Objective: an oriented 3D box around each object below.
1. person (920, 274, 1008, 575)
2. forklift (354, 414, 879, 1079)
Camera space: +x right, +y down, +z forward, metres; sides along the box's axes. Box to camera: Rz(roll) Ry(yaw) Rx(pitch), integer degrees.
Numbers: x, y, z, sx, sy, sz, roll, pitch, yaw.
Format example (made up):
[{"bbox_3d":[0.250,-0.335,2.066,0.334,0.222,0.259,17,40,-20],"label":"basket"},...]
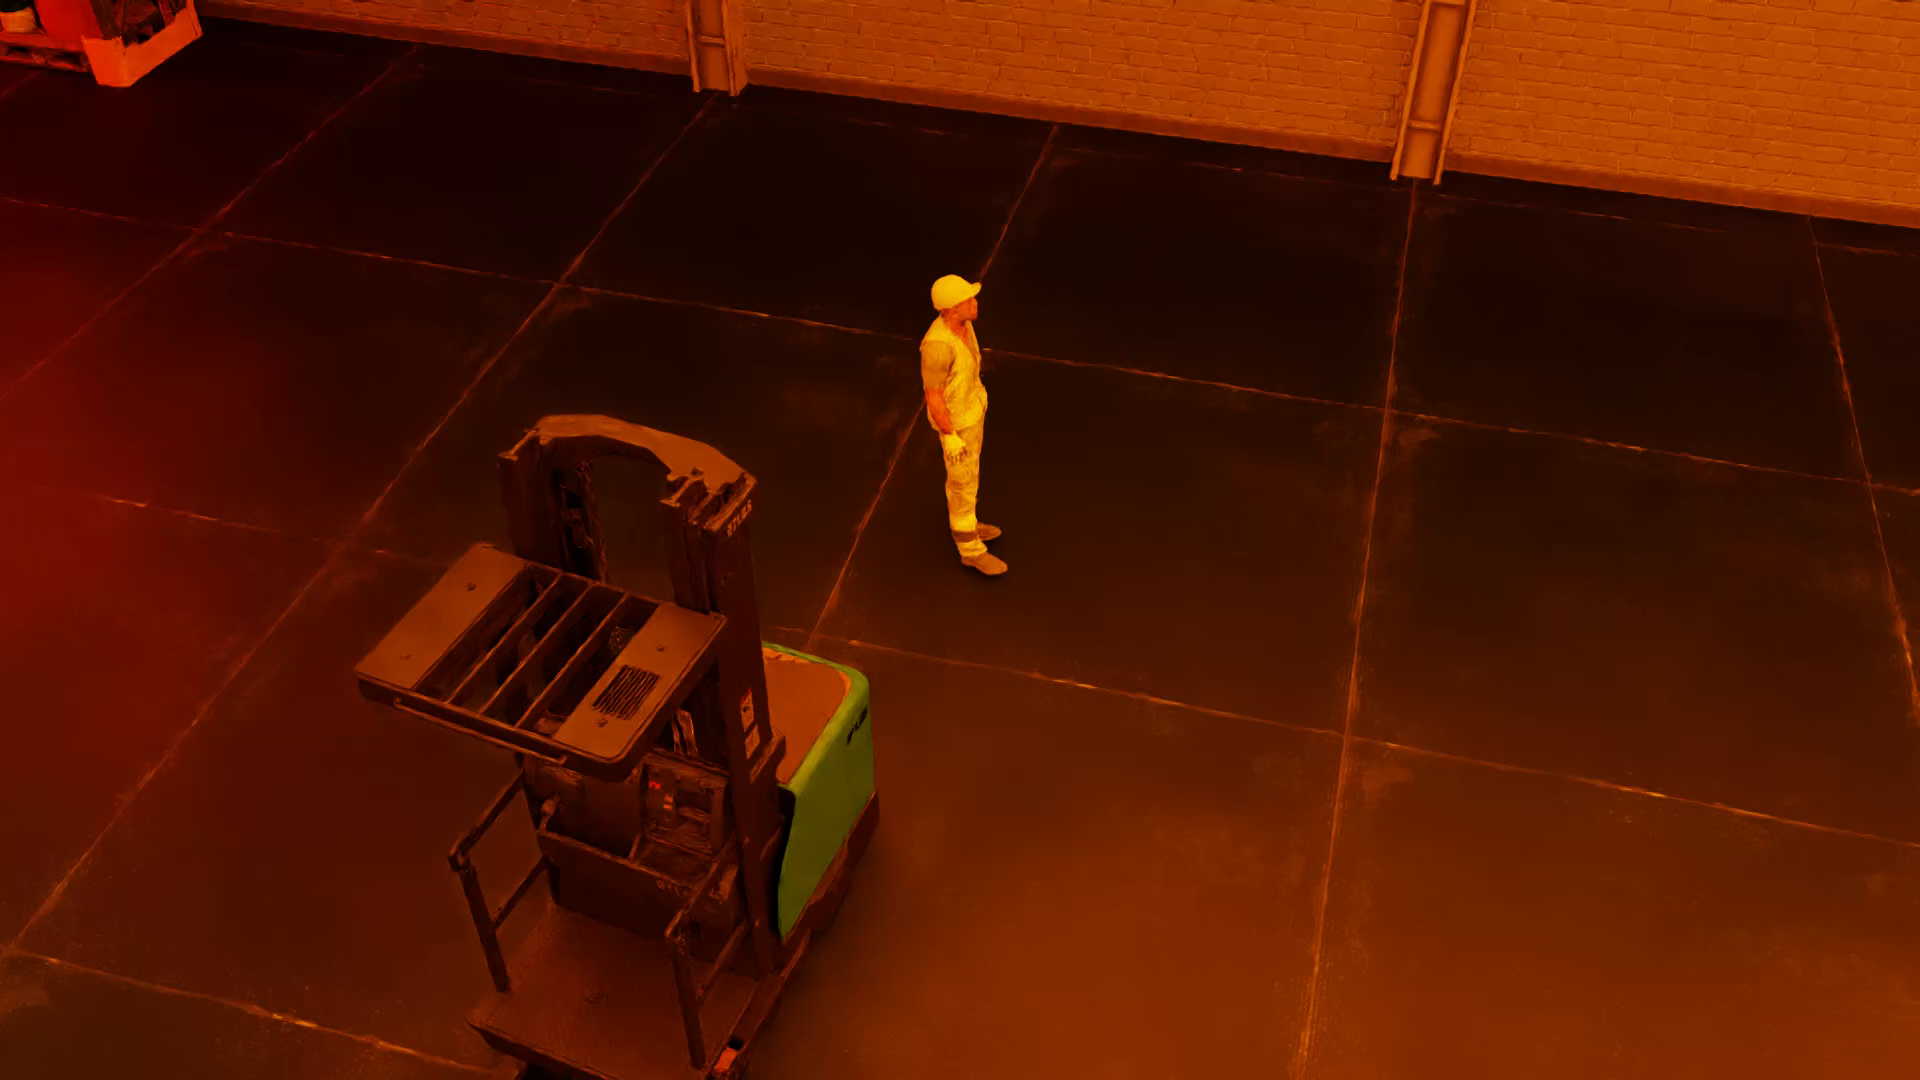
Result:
[{"bbox_3d":[0.075,-0.687,9.441,0.563,1.787,0.637,10,42,11],"label":"person"},{"bbox_3d":[-1.450,1.094,6.614,1.130,2.935,3.031,16,44,17],"label":"forklift"}]
